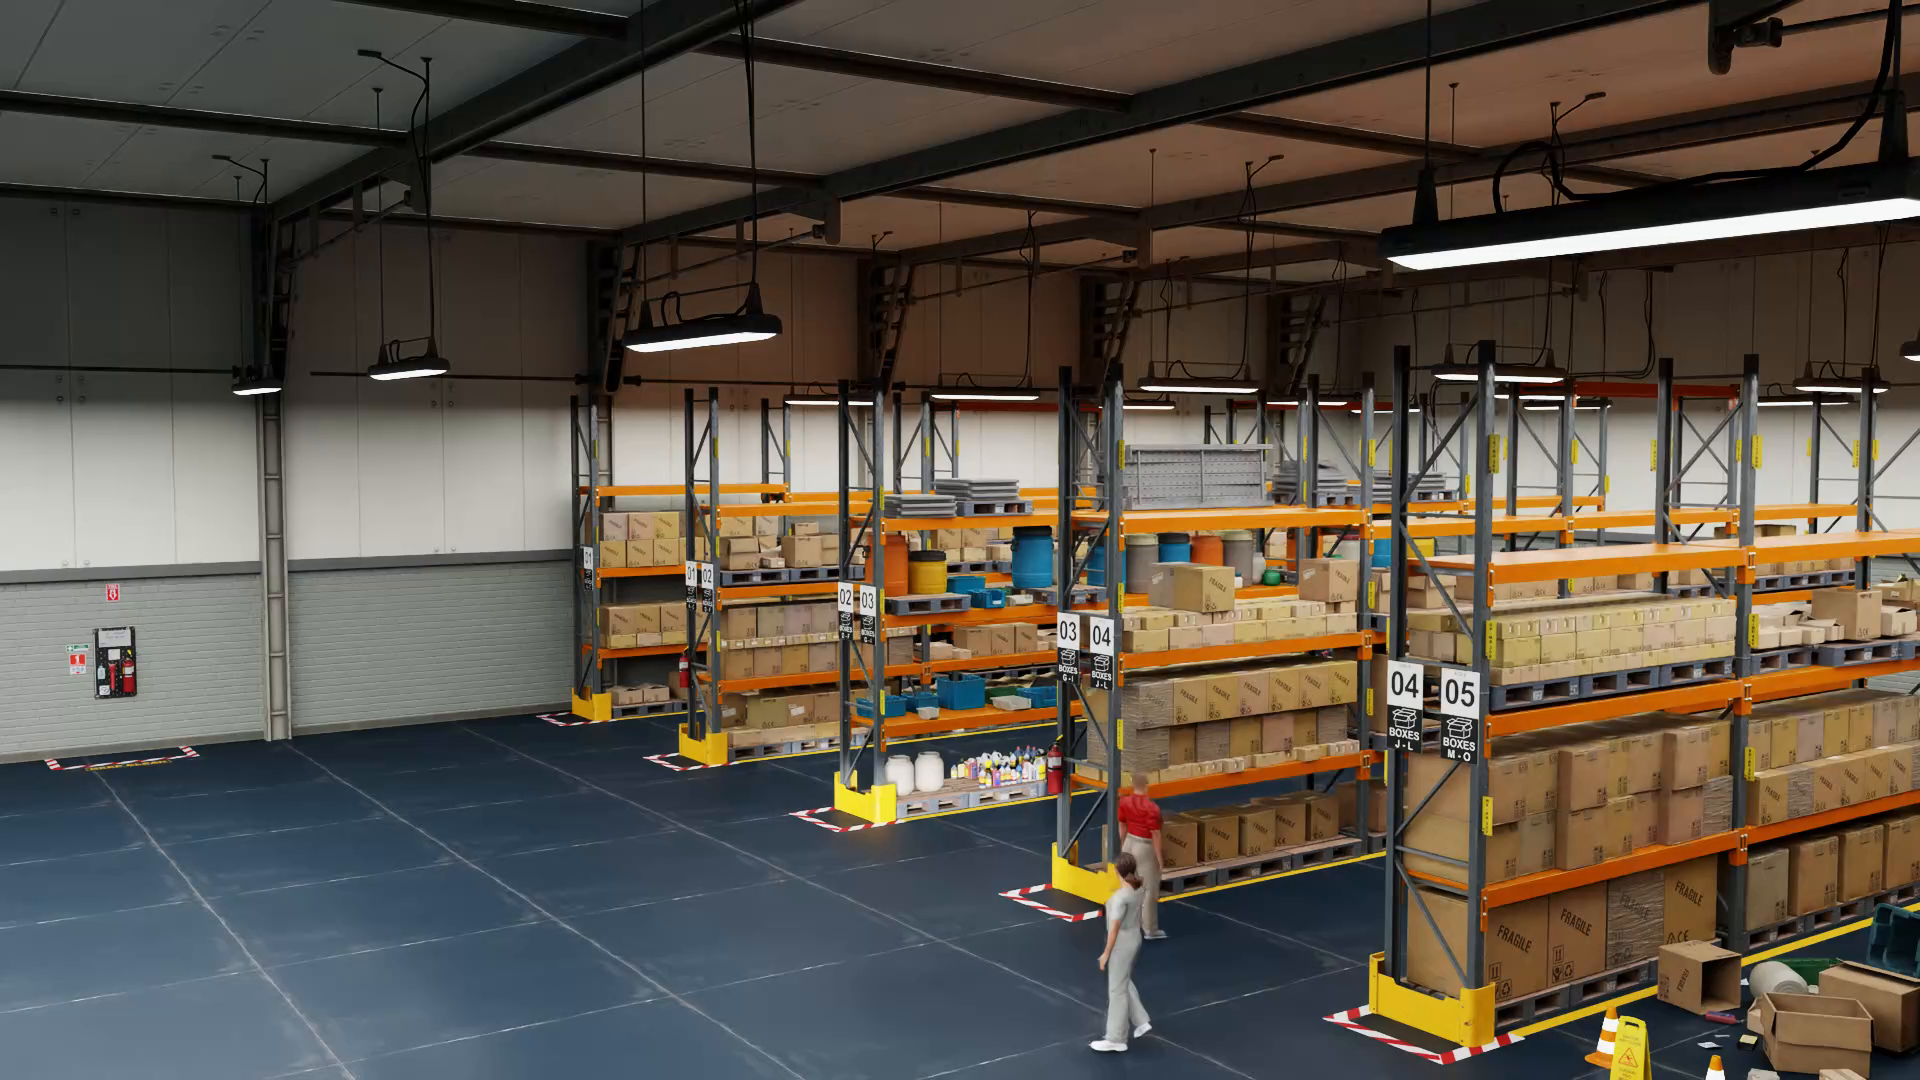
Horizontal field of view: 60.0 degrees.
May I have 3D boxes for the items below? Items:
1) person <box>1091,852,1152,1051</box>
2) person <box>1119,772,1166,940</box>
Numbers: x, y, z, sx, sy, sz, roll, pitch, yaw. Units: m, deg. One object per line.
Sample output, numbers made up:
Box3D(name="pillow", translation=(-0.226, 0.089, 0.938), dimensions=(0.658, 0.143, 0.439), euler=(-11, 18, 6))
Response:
Box3D(name="person", translation=(1.392, 3.473, 14.139), dimensions=(0.451, 1.683, 0.563), euler=(1, 4, 22))
Box3D(name="person", translation=(1.935, 3.264, 17.347), dimensions=(0.492, 1.732, 0.596), euler=(-2, 4, -26))
